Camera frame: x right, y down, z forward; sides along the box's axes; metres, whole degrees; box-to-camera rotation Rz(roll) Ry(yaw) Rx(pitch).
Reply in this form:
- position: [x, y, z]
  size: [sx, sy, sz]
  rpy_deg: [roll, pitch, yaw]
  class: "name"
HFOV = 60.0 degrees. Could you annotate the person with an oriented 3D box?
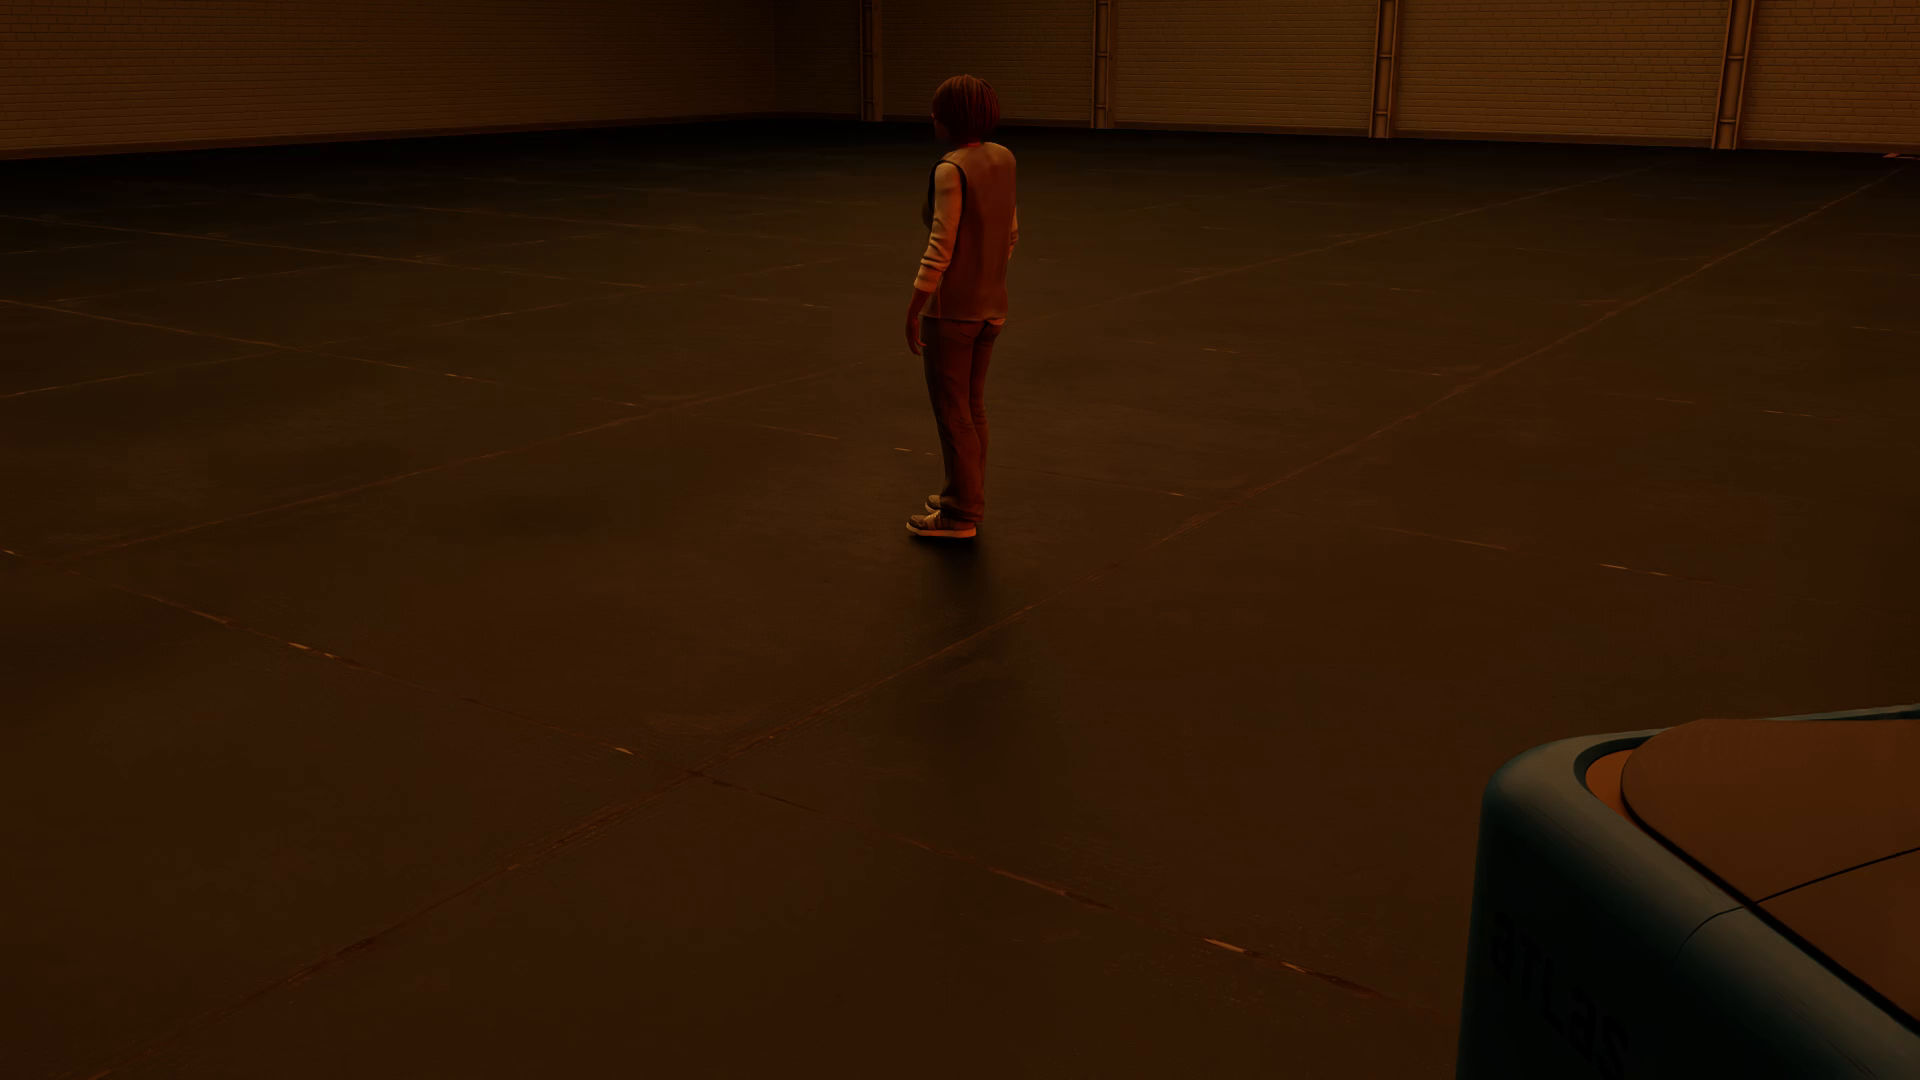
- position: [-0.053, -0.788, 5.769]
  size: [0.473, 1.599, 0.520]
  rpy_deg: [11, 20, 33]
  class: "person"
